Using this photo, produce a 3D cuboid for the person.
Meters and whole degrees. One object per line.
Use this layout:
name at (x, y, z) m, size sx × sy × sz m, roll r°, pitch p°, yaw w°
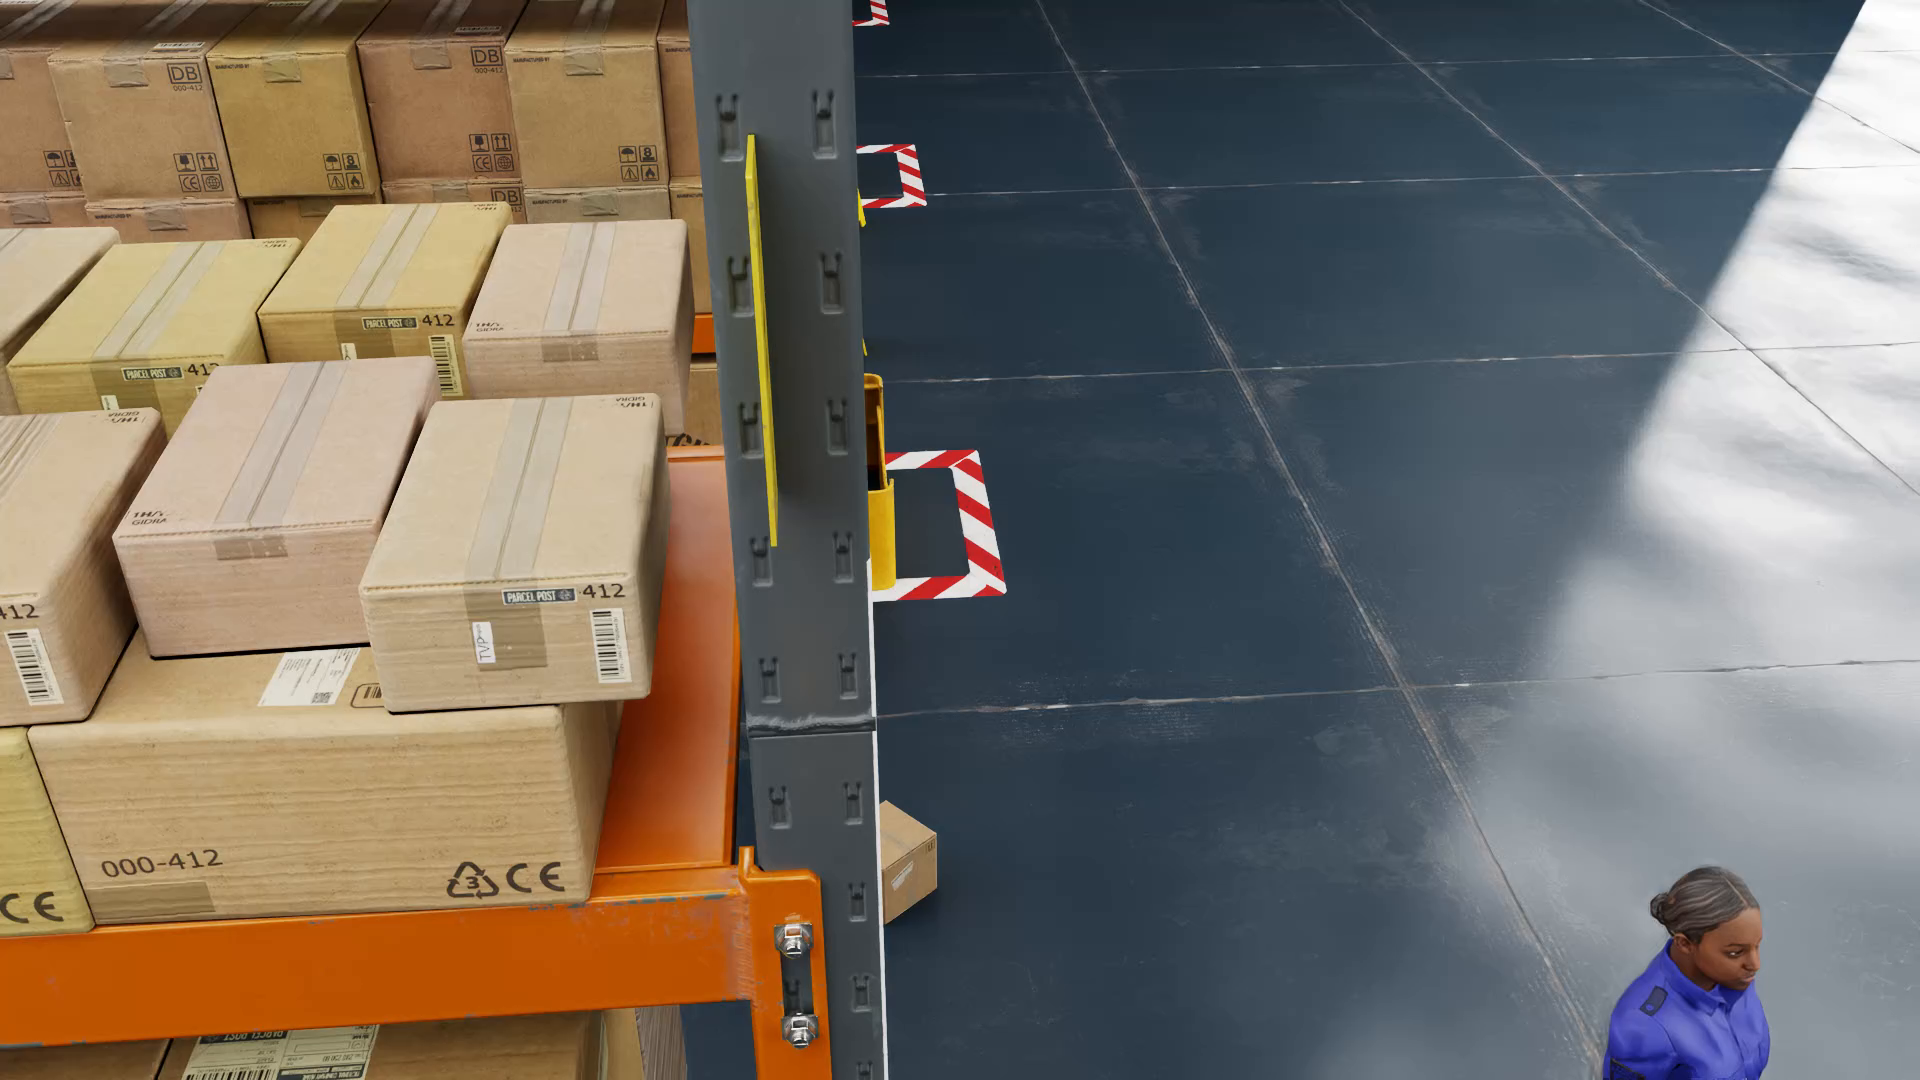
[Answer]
person at (1.585, 1.412, 3.774) m, size 0.465 × 1.647 × 0.475 m, roll -26°, pitch 40°, yaw -35°
